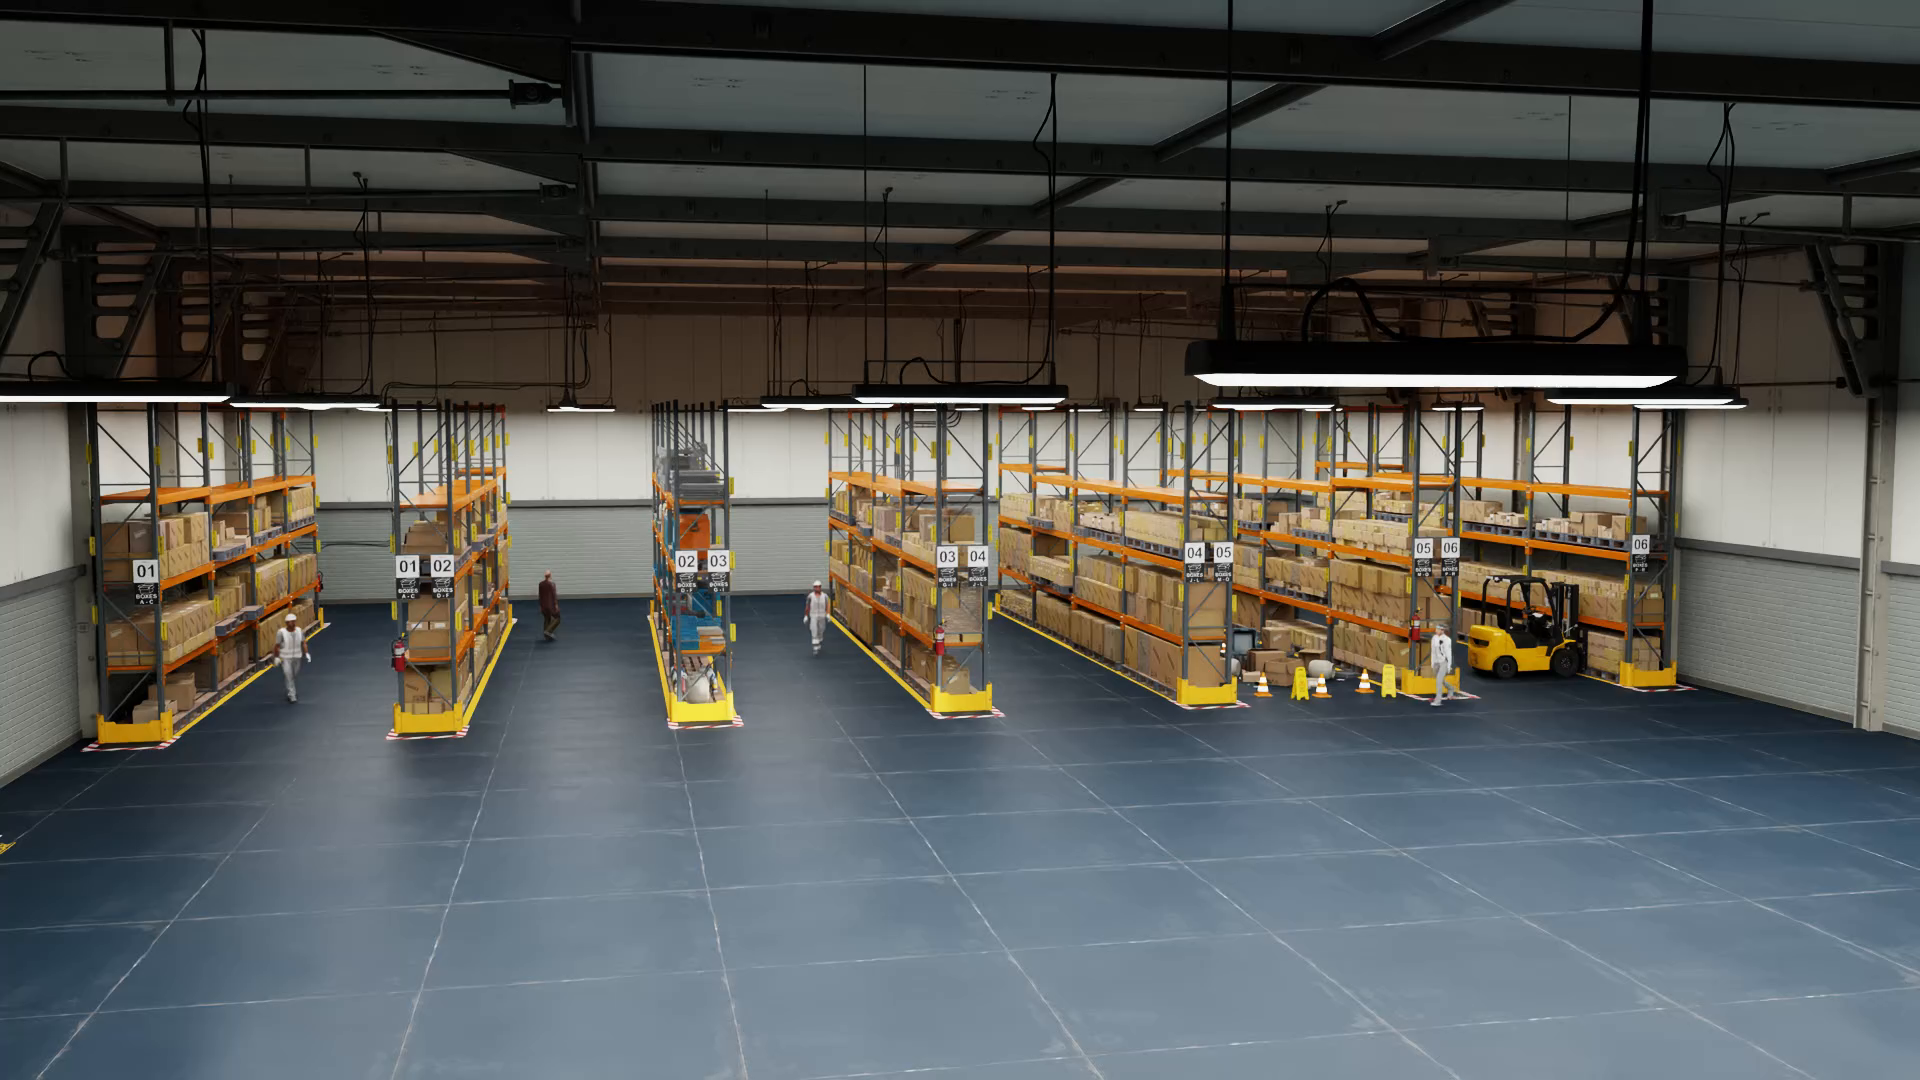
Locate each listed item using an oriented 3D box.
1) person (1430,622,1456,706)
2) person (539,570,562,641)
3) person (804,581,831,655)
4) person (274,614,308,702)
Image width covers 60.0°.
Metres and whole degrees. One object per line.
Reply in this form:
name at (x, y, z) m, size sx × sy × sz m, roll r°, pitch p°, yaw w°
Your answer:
person at (9.546, 2.416, 32.840) m, size 0.868 × 1.639 × 0.490 m, roll -3°, pitch 5°, yaw -34°
person at (-10.426, 1.663, 42.094) m, size 0.627 × 1.779 × 0.564 m, roll 3°, pitch 5°, yaw 31°
person at (-3.382, 1.839, 39.627) m, size 0.600 × 1.721 × 1.050 m, roll -1°, pitch 4°, yaw -17°
person at (-13.366, 2.335, 33.259) m, size 0.630 × 1.723 × 1.136 m, roll -3°, pitch 5°, yaw -37°
